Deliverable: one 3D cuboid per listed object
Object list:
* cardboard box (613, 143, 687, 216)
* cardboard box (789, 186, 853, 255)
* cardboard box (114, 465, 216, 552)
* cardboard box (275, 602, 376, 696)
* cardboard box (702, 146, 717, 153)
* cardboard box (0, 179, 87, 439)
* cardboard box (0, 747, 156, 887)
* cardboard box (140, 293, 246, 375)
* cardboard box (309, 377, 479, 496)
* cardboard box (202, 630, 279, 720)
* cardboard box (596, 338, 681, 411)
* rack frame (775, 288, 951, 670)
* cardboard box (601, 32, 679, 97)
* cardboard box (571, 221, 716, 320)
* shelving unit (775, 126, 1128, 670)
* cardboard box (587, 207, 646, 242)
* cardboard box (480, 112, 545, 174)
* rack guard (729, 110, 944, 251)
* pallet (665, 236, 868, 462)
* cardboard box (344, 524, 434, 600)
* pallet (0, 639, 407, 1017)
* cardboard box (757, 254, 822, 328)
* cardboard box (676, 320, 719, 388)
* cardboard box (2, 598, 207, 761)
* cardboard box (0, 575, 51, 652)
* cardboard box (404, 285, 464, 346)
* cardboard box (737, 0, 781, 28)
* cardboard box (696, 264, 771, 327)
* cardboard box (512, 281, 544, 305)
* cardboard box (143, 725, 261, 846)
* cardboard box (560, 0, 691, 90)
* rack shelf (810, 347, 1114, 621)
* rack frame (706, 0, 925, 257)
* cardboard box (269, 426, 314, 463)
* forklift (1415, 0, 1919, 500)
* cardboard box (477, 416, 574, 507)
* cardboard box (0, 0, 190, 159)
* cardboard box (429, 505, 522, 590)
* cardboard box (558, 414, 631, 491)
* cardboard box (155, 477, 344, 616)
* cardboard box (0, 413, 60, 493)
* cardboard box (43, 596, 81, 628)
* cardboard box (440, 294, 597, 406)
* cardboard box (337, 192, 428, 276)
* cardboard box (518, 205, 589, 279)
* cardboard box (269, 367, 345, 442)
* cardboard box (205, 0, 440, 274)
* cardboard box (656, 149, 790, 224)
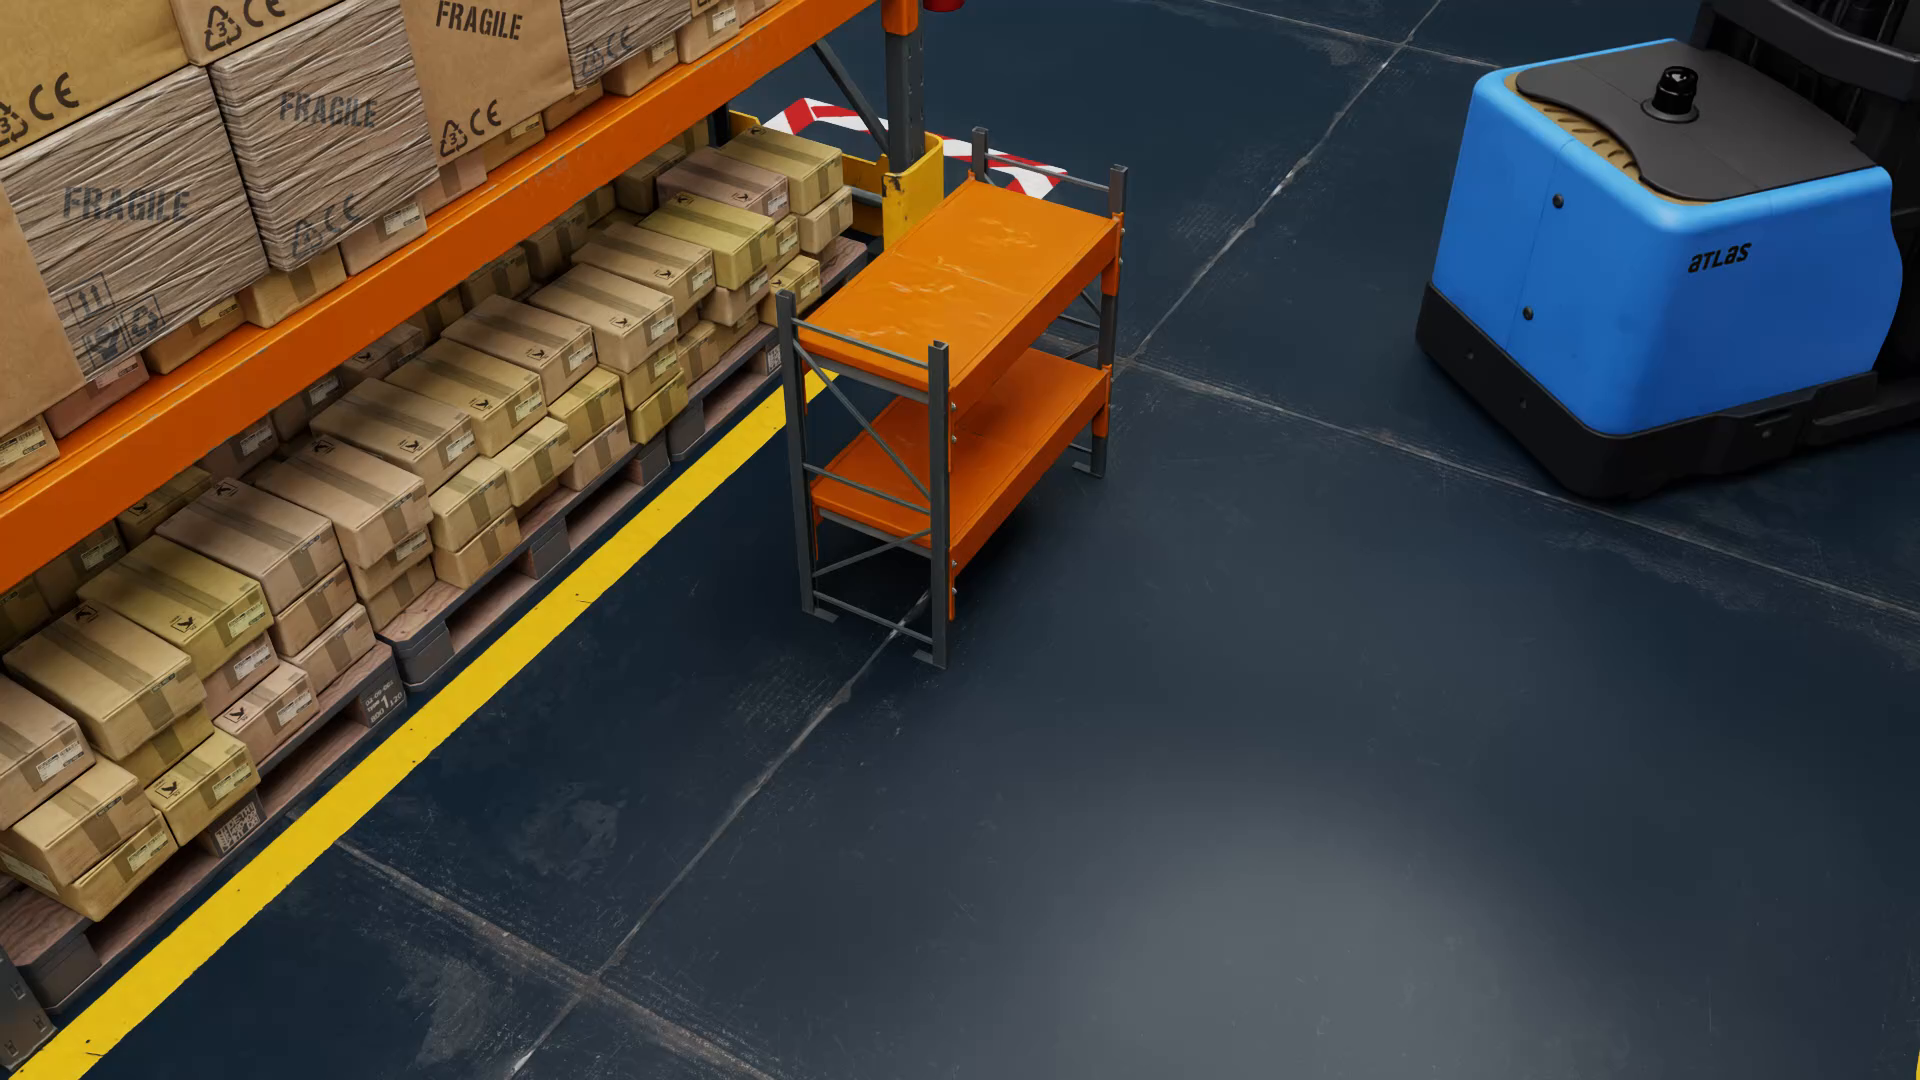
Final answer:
[{"bbox_3d":[-1.182,-1.308,5.854,0.380,0.149,0.250,22,46,23],"label":"cardboard box"},{"bbox_3d":[-0.609,-1.185,5.940,0.380,0.149,0.250,20,45,21],"label":"cardboard box"},{"bbox_3d":[-2.231,-0.120,4.506,0.380,0.149,0.250,22,46,23],"label":"cardboard box"},{"bbox_3d":[-1.837,0.244,4.543,0.380,0.149,0.250,20,45,21],"label":"cardboard box"},{"bbox_3d":[-1.076,-1.366,6.146,0.380,0.149,0.250,23,46,24],"label":"cardboard box"},{"bbox_3d":[-2.127,-0.442,3.182,0.500,0.500,0.500,20,45,21],"label":"cardboard box"},{"bbox_3d":[-2.135,0.606,3.906,0.380,0.149,0.250,23,46,24],"label":"cardboard box"},{"bbox_3d":[-1.874,-0.548,3.793,0.380,0.149,0.250,19,45,20],"label":"cardboard box"},{"bbox_3d":[-1.595,-0.290,4.699,0.380,0.149,0.250,19,45,20],"label":"cardboard box"},{"bbox_3d":[-1.995,0.280,4.276,0.380,0.149,0.250,21,45,22],"label":"cardboard box"},{"bbox_3d":[-1.115,-0.586,5.260,0.380,0.149,0.250,22,46,23],"label":"cardboard box"},{"bbox_3d":[-0.251,-0.135,4.552,0.500,1.125,0.032,21,45,22],"label":"rack frame"},{"bbox_3d":[-1.044,-1.434,4.799,0.380,0.149,0.250,19,45,20],"label":"cardboard box"},{"bbox_3d":[-1.017,-0.864,5.350,0.380,0.149,0.250,19,45,20],"label":"cardboard box"},{"bbox_3d":[0.003,-0.426,4.883,0.538,1.125,1.048,21,45,22],"label":"shelving unit"},{"bbox_3d":[-1.308,-1.059,5.797,0.380,0.149,0.250,21,46,23],"label":"cardboard box"},{"bbox_3d":[-1.350,-1.142,4.467,0.380,0.149,0.250,22,46,23],"label":"cardboard box"},{"bbox_3d":[-0.630,-1.400,6.462,1.175,0.500,0.348,21,45,22],"label":"rack guard"},{"bbox_3d":[-1.067,-0.838,6.042,1.003,0.211,1.213,21,45,22],"label":"pallet"},{"bbox_3d":[-1.700,-0.023,4.620,0.380,0.149,0.250,23,46,24],"label":"cardboard box"},{"bbox_3d":[-2.288,0.558,4.457,1.003,0.211,1.213,21,45,22],"label":"pallet"},{"bbox_3d":[-0.716,-0.918,5.863,0.380,0.149,0.250,22,46,23],"label":"cardboard box"},{"bbox_3d":[-1.035,-0.650,5.558,0.380,0.149,0.250,21,46,22],"label":"cardboard box"},{"bbox_3d":[-2.052,0.330,3.995,0.380,0.149,0.250,23,46,24],"label":"cardboard box"},{"bbox_3d":[-2.547,0.147,4.202,0.380,0.149,0.250,21,46,23],"label":"cardboard box"},{"bbox_3d":[-1.789,-0.746,5.216,0.380,0.149,0.250,22,46,23],"label":"cardboard box"},{"bbox_3d":[-0.780,-1.729,5.134,0.380,0.149,0.250,20,45,22],"label":"cardboard box"},{"bbox_3d":[-0.867,-0.887,5.601,0.380,0.149,0.250,19,45,20],"label":"cardboard box"},{"bbox_3d":[-1.581,-0.765,5.463,0.380,0.149,0.250,19,45,20],"label":"cardboard box"},{"bbox_3d":[-2.000,0.565,4.178,0.380,0.149,0.250,22,46,23],"label":"cardboard box"},{"bbox_3d":[-1.101,-1.602,4.499,0.500,0.500,0.500,21,46,22],"label":"cardboard box"},{"bbox_3d":[0.003,-0.243,5.044,0.538,0.278,1.000,21,45,22],"label":"rack shelf"},{"bbox_3d":[-0.592,-2.382,5.685,1.000,3.000,0.127,21,45,22],"label":"rack frame"},{"bbox_3d":[-1.995,-0.306,4.942,0.380,0.149,0.250,19,45,20],"label":"cardboard box"},{"bbox_3d":[3.204,-1.839,5.120,3.031,2.935,1.130,-14,43,-15],"label":"forklift"},{"bbox_3d":[-1.373,-0.279,4.911,0.380,0.149,0.250,21,46,22],"label":"cardboard box"},{"bbox_3d":[-1.910,-1.096,3.168,0.500,0.500,0.500,20,45,21],"label":"cardboard box"},{"bbox_3d":[-1.519,-0.038,4.863,0.380,0.149,0.250,20,45,21],"label":"cardboard box"},{"bbox_3d":[-1.262,-0.334,5.199,0.380,0.149,0.250,22,46,23],"label":"cardboard box"},{"bbox_3d":[-1.858,0.012,4.356,0.380,0.149,0.250,20,45,21],"label":"cardboard box"},{"bbox_3d":[-2.103,-0.225,3.426,0.380,0.149,0.250,22,46,23],"label":"cardboard box"},{"bbox_3d":[-2.467,0.104,4.476,0.380,0.149,0.250,19,45,21],"label":"cardboard box"},{"bbox_3d":[-1.331,-0.577,5.025,0.380,0.149,0.250,19,45,21],"label":"cardboard box"},{"bbox_3d":[-1.551,-0.822,4.104,0.380,0.149,0.250,23,46,24],"label":"cardboard box"},{"bbox_3d":[-1.471,-1.037,5.547,0.380,0.149,0.250,19,45,20],"label":"cardboard box"},{"bbox_3d":[-2.052,-0.464,4.897,0.380,0.149,0.250,19,45,21],"label":"cardboard box"},{"bbox_3d":[-1.603,-1.004,3.820,0.500,0.500,0.500,20,45,21],"label":"cardboard box"},{"bbox_3d":[-0.813,-1.181,5.711,0.380,0.149,0.250,22,46,23],"label":"cardboard box"}]
